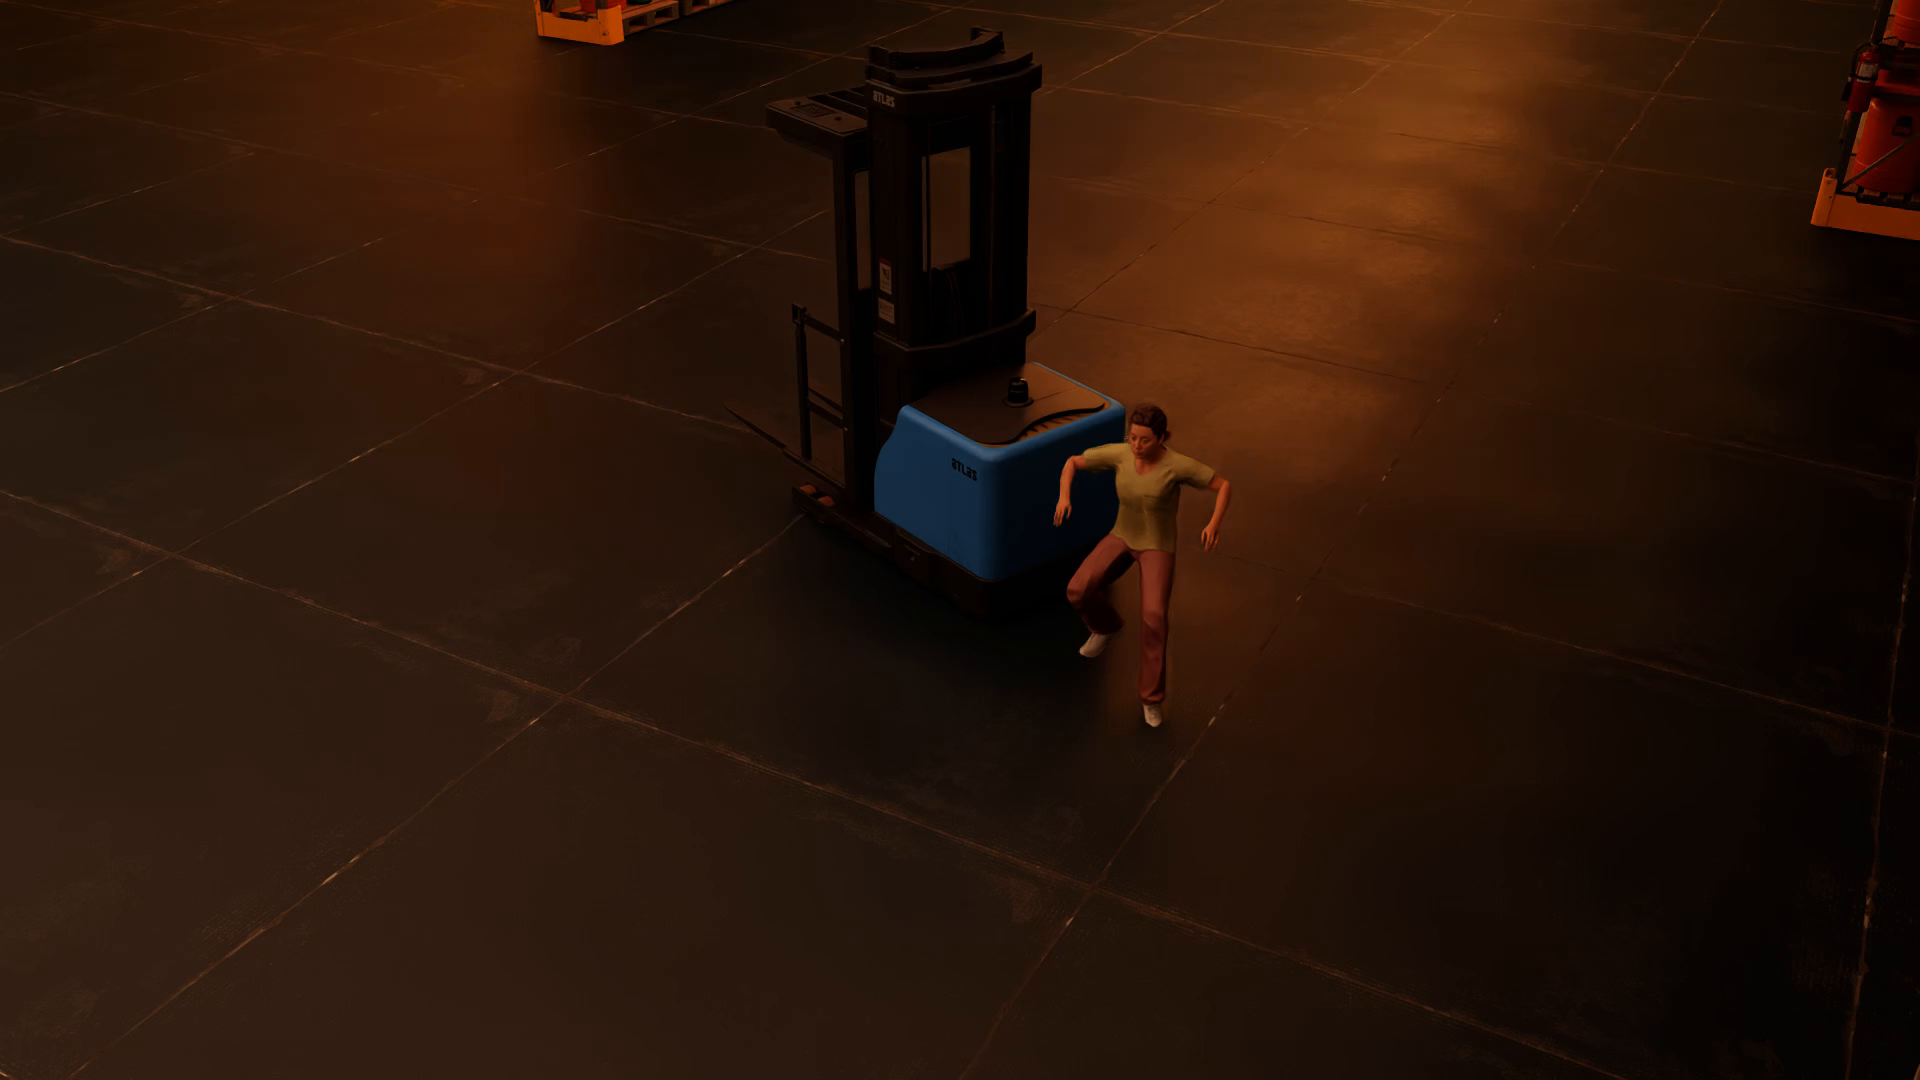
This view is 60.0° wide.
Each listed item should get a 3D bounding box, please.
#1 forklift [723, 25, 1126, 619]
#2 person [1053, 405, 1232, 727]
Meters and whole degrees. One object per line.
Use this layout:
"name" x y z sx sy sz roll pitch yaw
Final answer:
"forklift" -0.382 -1.507 9.682 1.130 2.935 3.031 -22 37 -33
"person" 0.860 0.104 8.390 0.886 1.558 0.714 16 33 25
